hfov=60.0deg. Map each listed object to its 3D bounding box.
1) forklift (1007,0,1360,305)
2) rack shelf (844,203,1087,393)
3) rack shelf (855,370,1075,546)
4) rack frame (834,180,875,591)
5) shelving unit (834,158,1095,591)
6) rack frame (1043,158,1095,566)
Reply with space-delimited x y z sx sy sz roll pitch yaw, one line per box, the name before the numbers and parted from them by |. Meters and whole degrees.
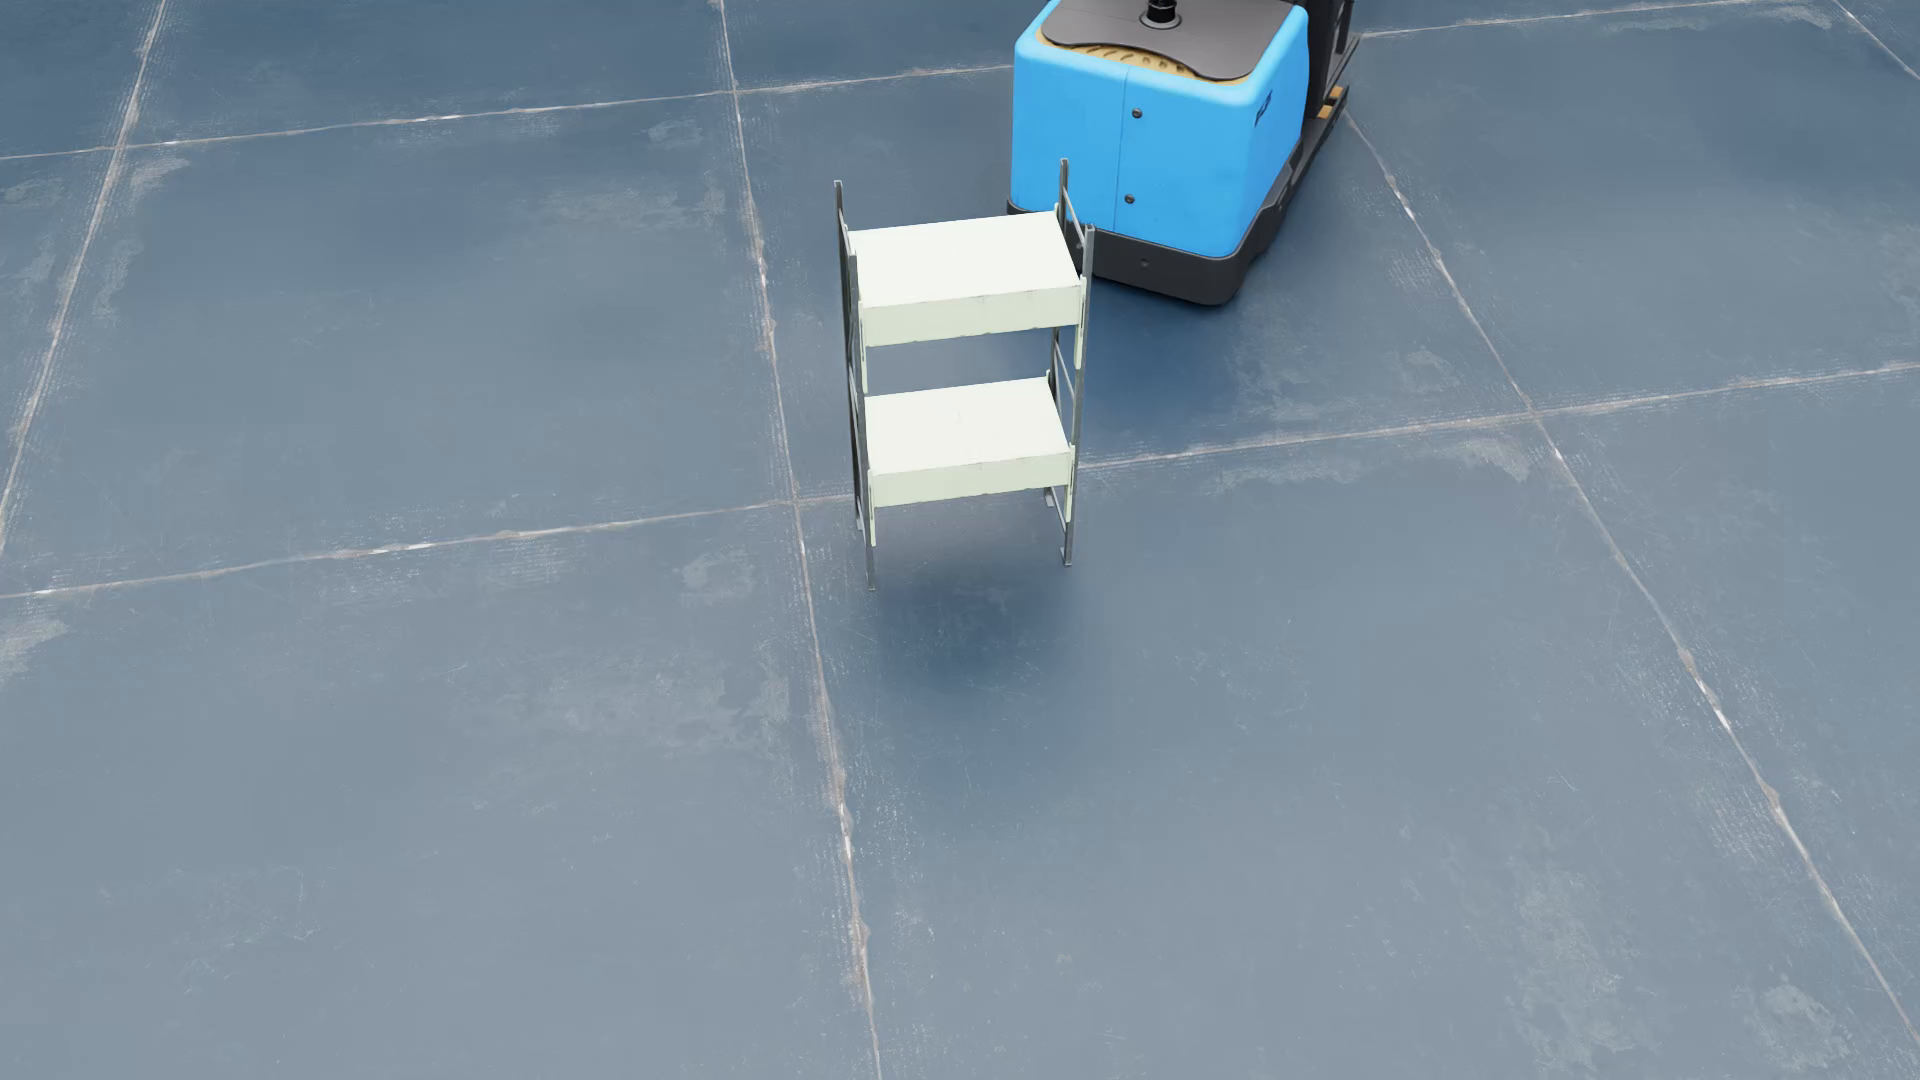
forklift | 1.275 -3.096 7.197 1.130 2.935 3.031 18 49 17
rack shelf | 0.007 -0.792 5.430 0.720 0.370 0.431 -7 46 -7
rack shelf | 0.007 -0.295 5.945 0.720 0.370 0.431 -7 46 -7
rack frame | -0.354 -0.476 5.667 0.023 1.500 0.400 -7 46 -7
shelving unit | 0.007 -0.521 5.711 0.755 1.500 0.431 -7 46 -7
rack frame | 0.367 -0.566 5.754 0.023 1.500 0.400 -7 46 -7
